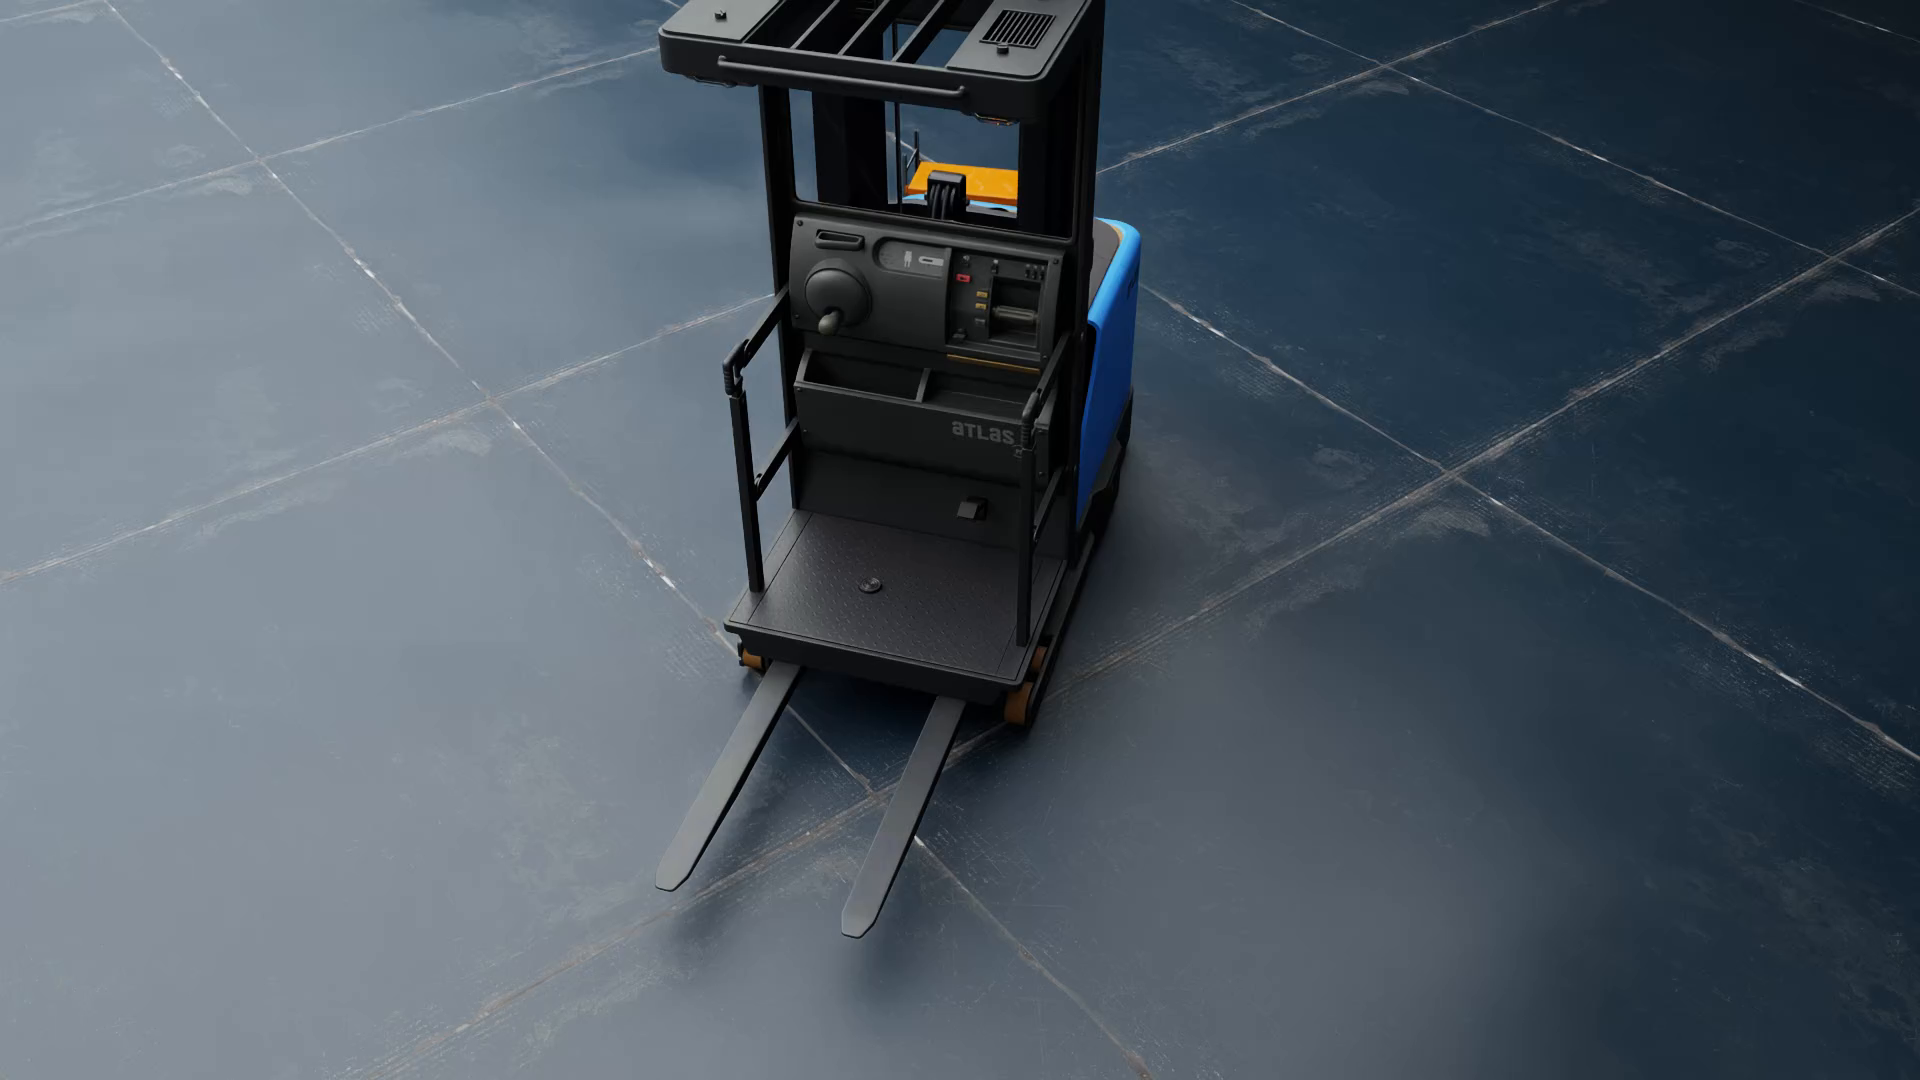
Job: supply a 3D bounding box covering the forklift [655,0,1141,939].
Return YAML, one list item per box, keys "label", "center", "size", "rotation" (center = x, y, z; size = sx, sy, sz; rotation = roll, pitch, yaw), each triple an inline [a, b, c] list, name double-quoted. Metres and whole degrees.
- label: "forklift"
  center: [-0.180, -0.755, 5.359]
  size: [1.130, 2.935, 3.031]
  rotation: [11, 41, 13]

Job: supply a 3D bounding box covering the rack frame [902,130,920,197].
- label: "rack frame"
  center: [-0.203, -1.176, 7.237]
  size: [0.015, 1.200, 0.240]
  rotation: [8, 40, 9]

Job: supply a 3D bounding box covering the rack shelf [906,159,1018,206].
- label: "rack shelf"
  center: [0.036, -1.447, 6.949]
  size: [0.480, 0.148, 0.258]
  rotation: [8, 40, 9]

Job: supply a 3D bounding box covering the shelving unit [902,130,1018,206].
- label: "shelving unit"
  center: [0.036, -1.144, 7.198]
  size: [0.503, 1.200, 0.258]
  rotation: [8, 40, 9]
